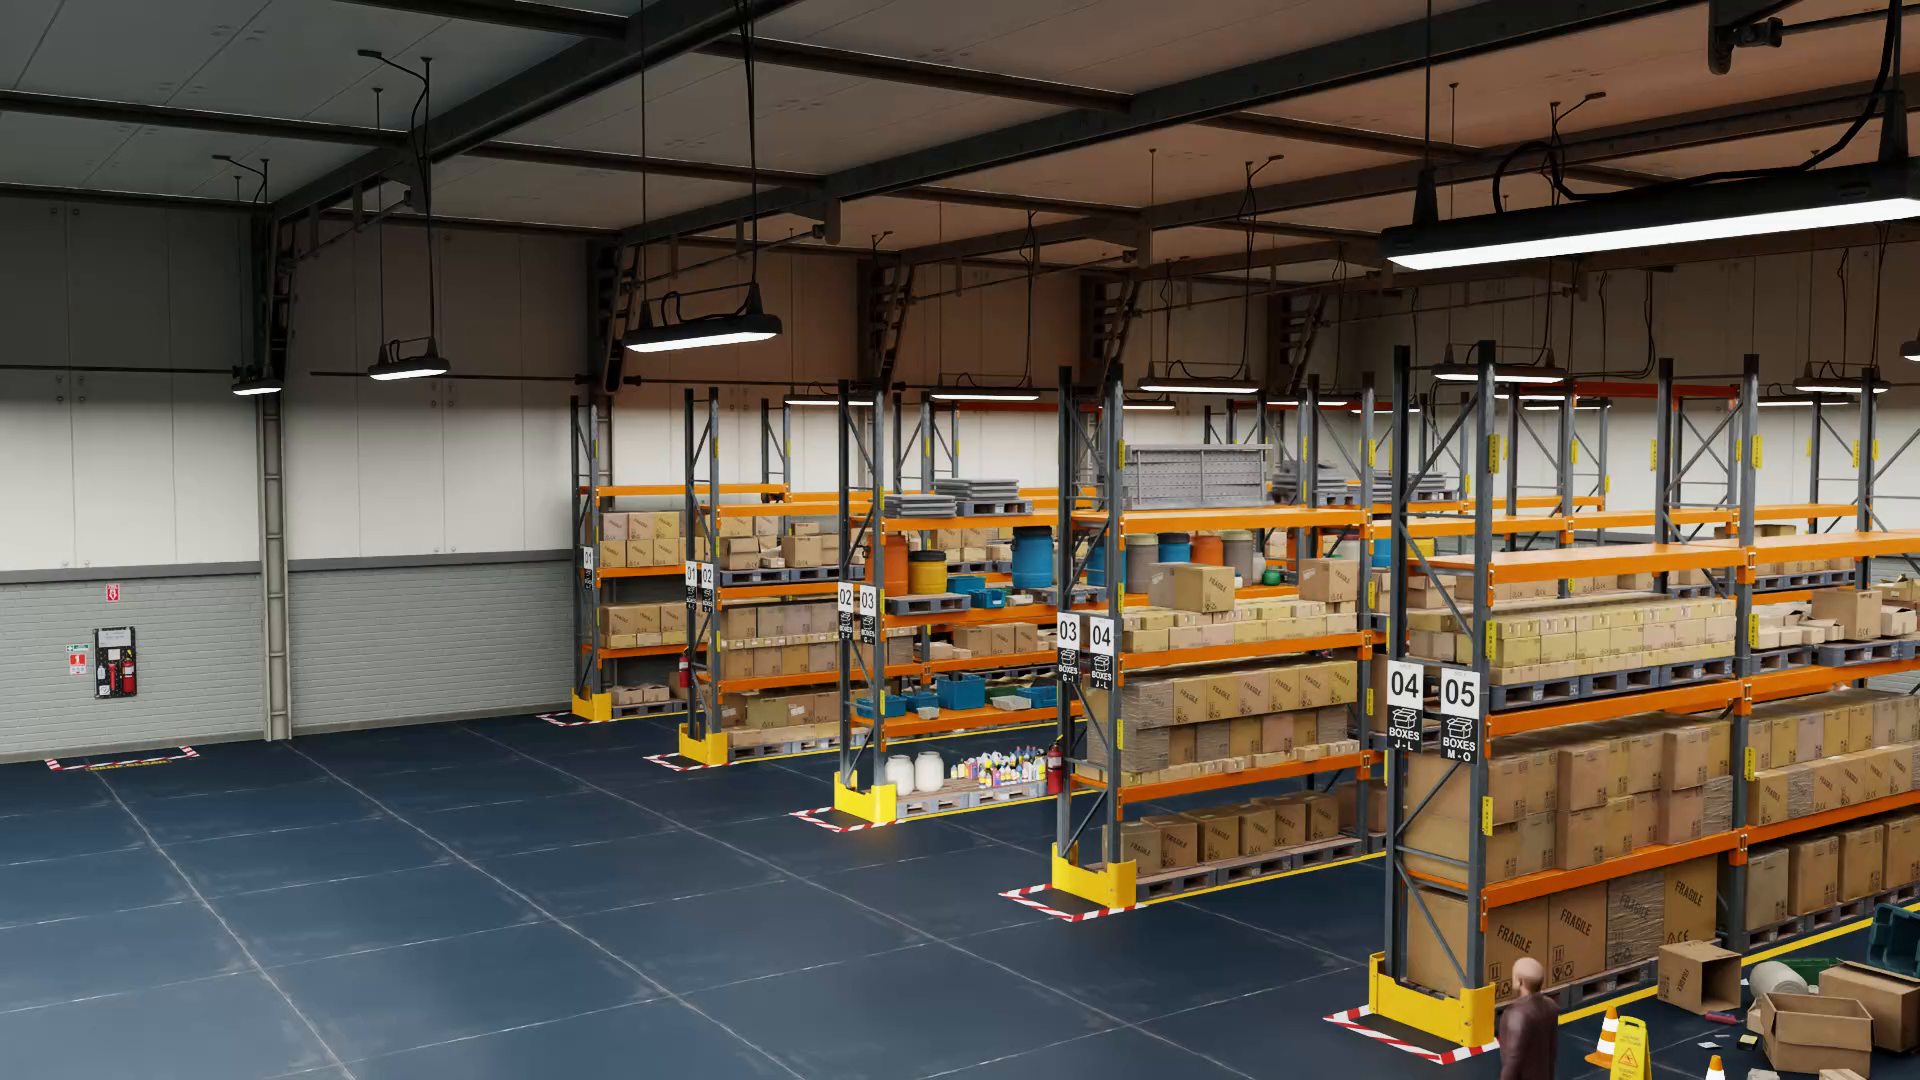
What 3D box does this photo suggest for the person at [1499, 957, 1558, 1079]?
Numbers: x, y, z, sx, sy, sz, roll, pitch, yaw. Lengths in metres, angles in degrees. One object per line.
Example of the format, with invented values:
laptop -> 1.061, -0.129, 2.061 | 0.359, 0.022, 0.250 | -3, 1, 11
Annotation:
person -> 3.761, 3.616, 10.844 | 0.749, 1.775, 0.543 | 1, 4, 20

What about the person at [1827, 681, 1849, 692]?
person -> 13.073, 2.776, 24.866 | 0.990, 1.749, 0.652 | -2, 4, -34
